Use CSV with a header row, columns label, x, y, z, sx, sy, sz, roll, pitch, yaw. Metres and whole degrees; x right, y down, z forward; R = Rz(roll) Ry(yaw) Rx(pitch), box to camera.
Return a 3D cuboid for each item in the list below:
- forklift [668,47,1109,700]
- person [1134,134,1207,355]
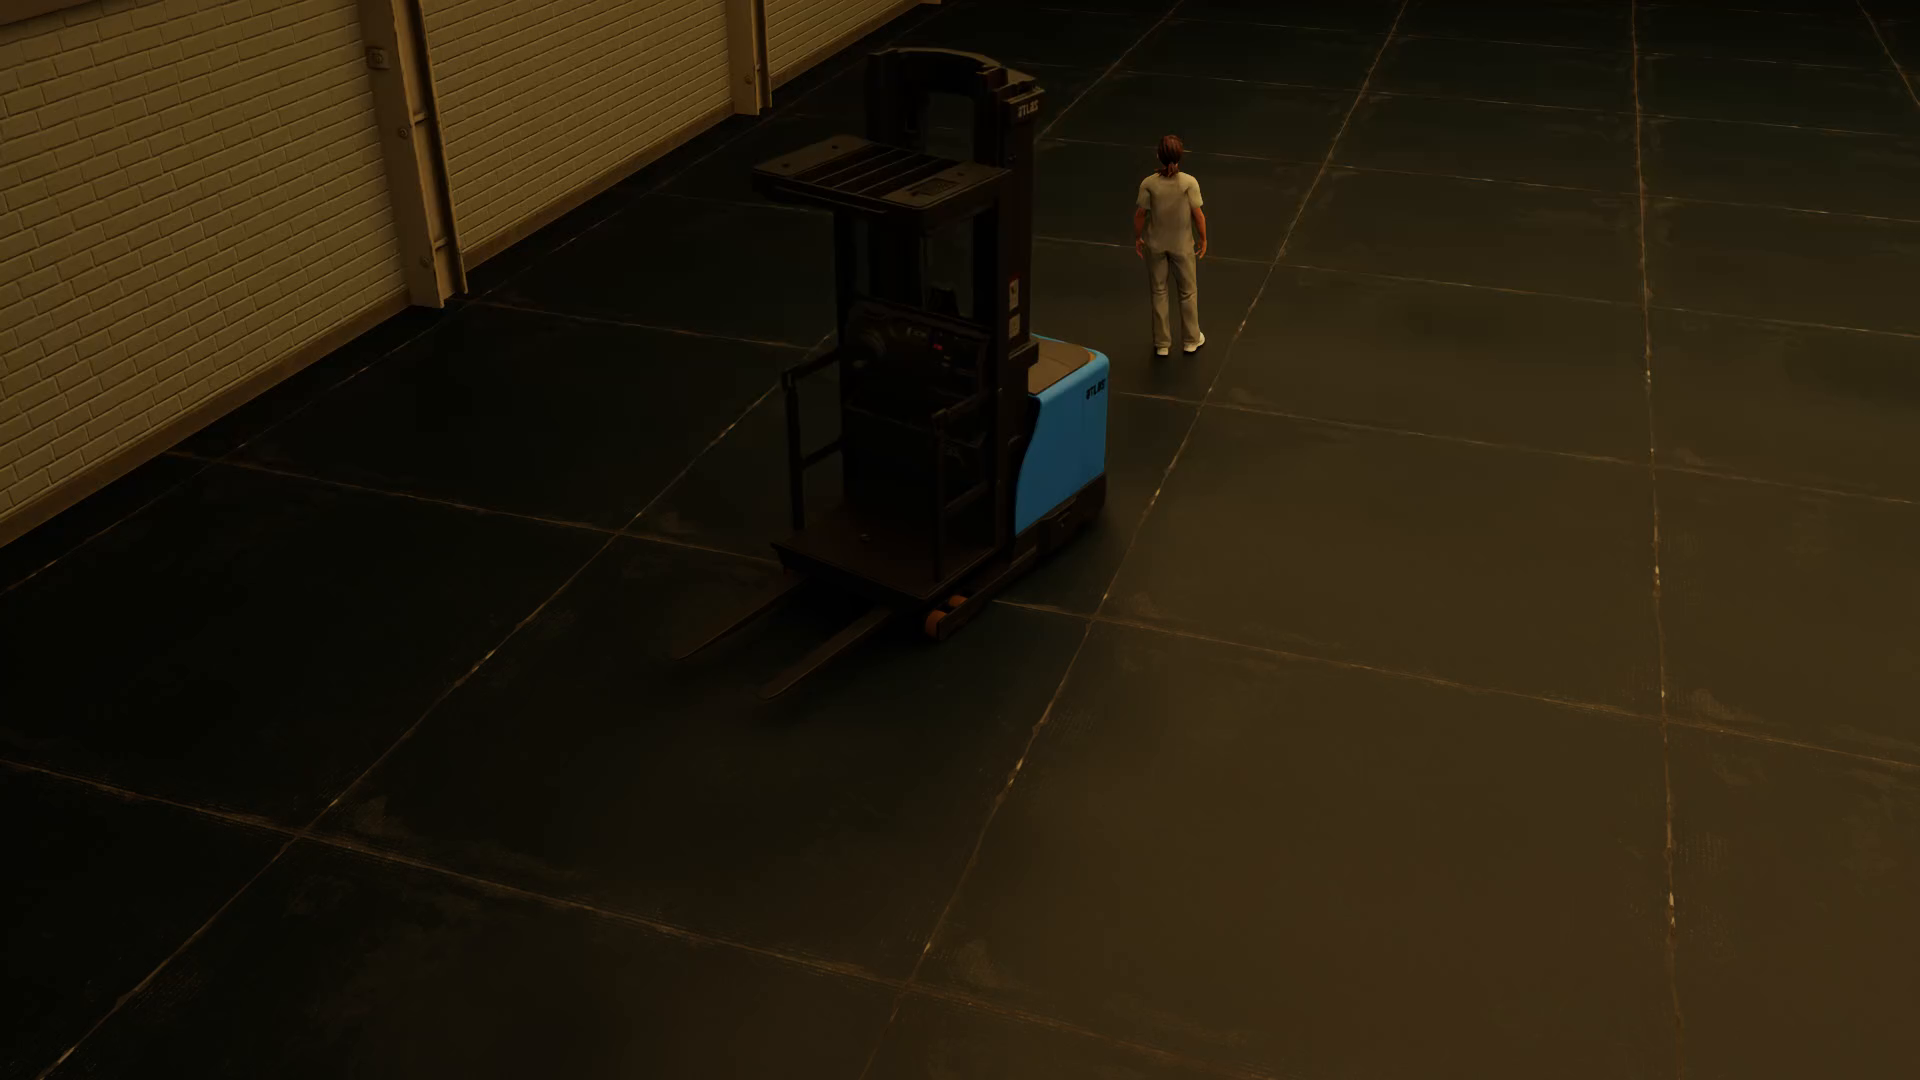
label,x,y,z,sx,sy,sz,roll,pitch,yaw
forklift,-0.362,-0.993,8.878,1.130,2.935,3.031,19,35,30
person,1.554,-2.172,12.199,0.549,1.675,0.549,7,30,12
